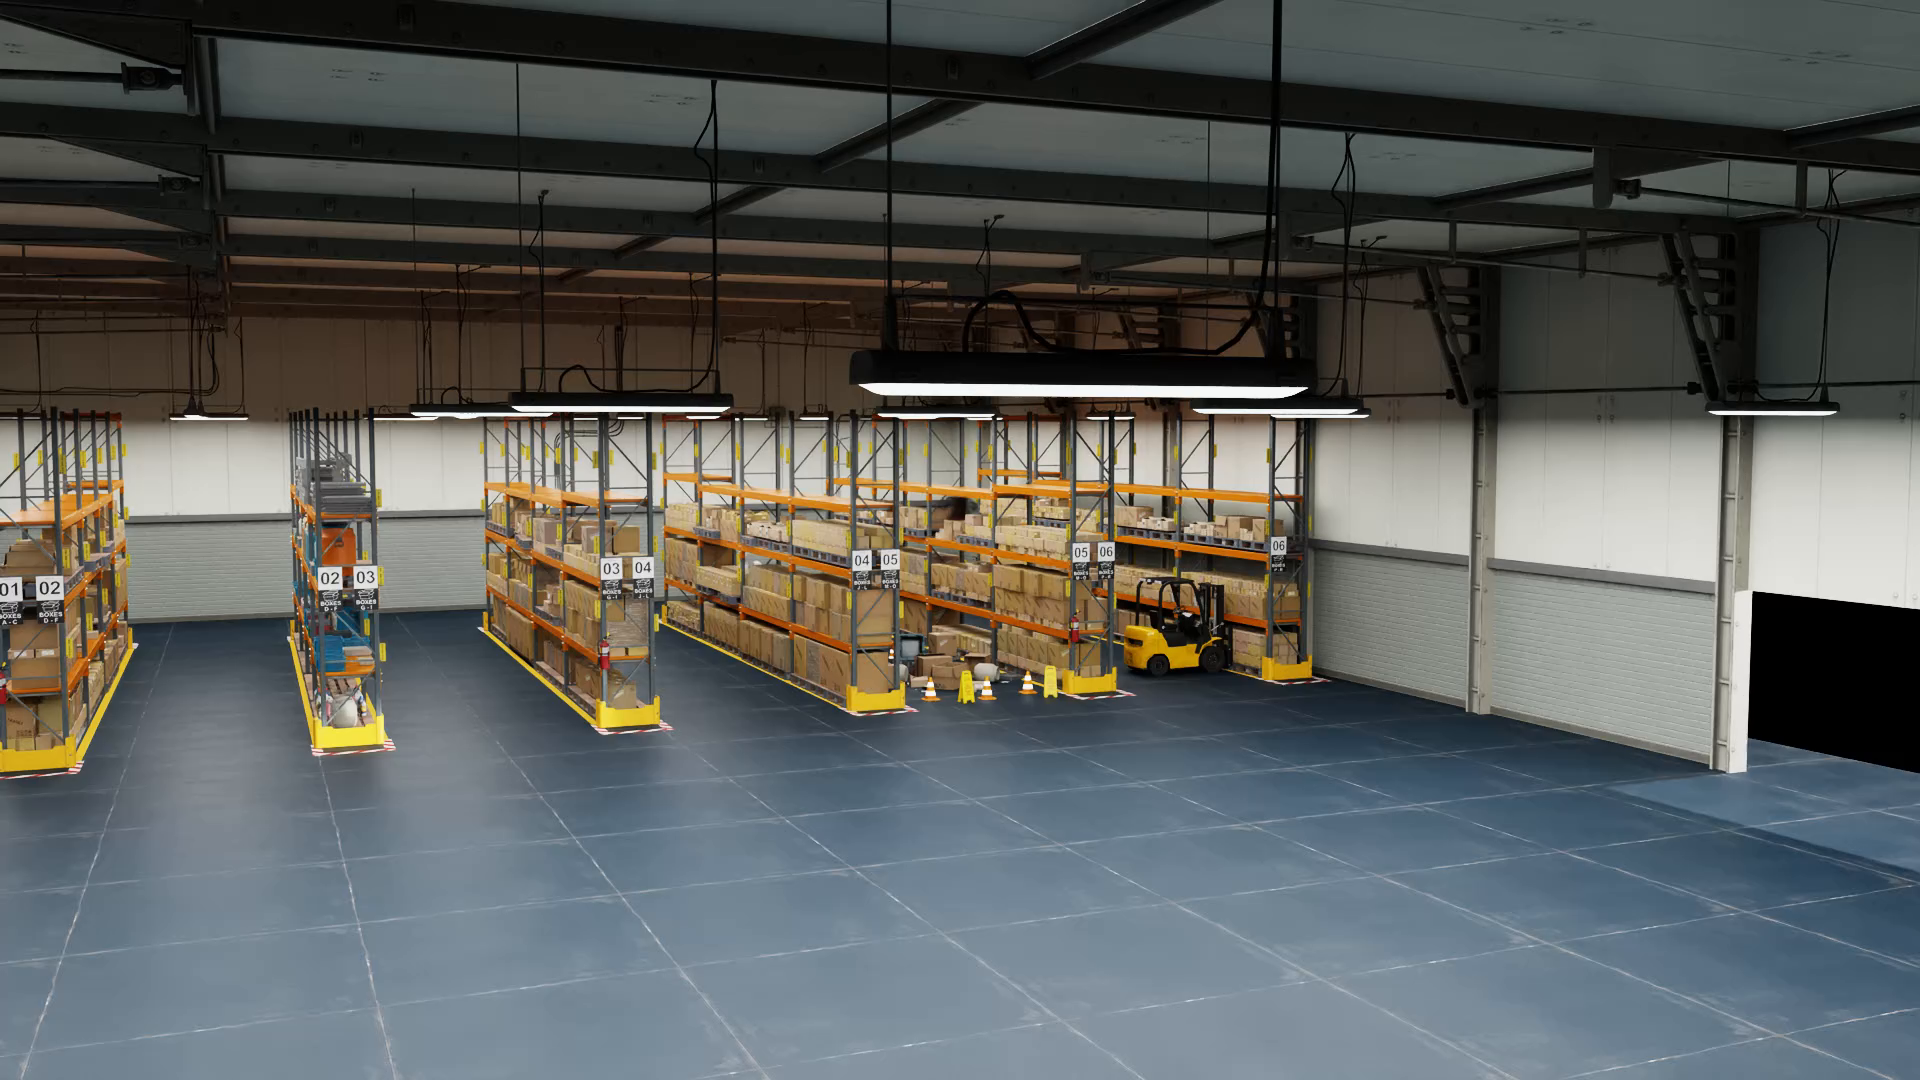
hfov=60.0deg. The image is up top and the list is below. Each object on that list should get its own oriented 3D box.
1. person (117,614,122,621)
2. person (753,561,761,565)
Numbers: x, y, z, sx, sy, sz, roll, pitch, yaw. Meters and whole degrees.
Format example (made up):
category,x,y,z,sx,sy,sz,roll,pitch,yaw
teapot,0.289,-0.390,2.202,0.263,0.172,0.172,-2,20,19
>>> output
category,x,y,z,sx,sy,sz,roll,pitch,yaw
person,-23.223,1.722,45.354,0.906,1.626,0.534,0,4,3
person,-5.815,1.486,47.607,0.638,1.785,0.376,4,5,42
